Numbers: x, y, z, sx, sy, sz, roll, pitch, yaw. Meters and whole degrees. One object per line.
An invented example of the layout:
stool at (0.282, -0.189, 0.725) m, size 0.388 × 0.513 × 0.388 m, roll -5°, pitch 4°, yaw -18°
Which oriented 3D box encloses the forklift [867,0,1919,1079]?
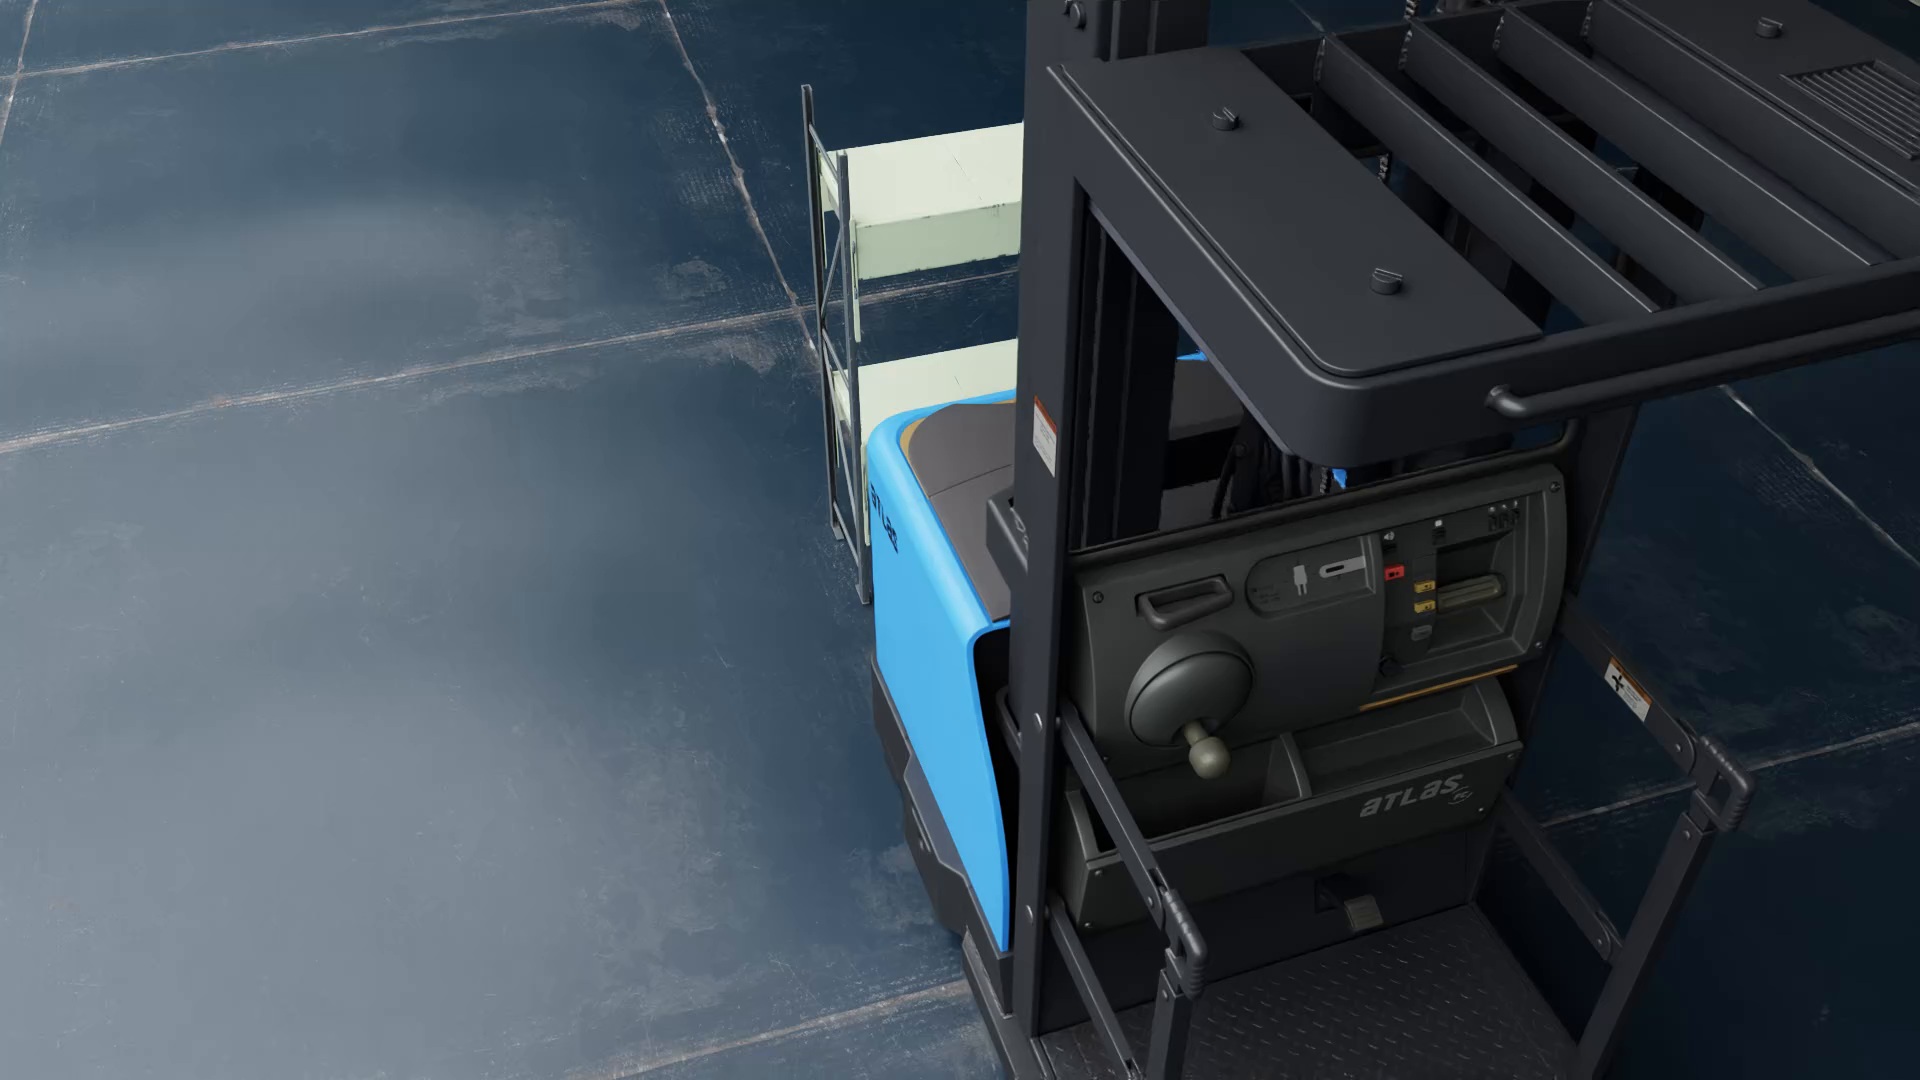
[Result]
forklift at (0.724, 0.226, 2.763) m, size 1.130 × 2.935 × 3.031 m, roll -13°, pitch 43°, yaw -14°

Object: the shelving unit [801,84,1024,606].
shelving unit at (0.006, -0.566, 4.758) m, size 0.755 × 1.500 × 0.431 m, roll -12°, pitch 42°, yaw -13°

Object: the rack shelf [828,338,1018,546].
rack shelf at (0.006, -0.321, 4.973) m, size 0.720 × 0.370 × 0.431 m, roll -12°, pitch 42°, yaw -13°

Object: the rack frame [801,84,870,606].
rack frame at (-0.343, -0.494, 4.675) m, size 0.023 × 1.500 × 0.400 m, roll -12°, pitch 42°, yaw -13°

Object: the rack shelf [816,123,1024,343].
rack shelf at (0.006, -0.860, 4.501) m, size 0.720 × 0.370 × 0.431 m, roll -12°, pitch 42°, yaw -13°
